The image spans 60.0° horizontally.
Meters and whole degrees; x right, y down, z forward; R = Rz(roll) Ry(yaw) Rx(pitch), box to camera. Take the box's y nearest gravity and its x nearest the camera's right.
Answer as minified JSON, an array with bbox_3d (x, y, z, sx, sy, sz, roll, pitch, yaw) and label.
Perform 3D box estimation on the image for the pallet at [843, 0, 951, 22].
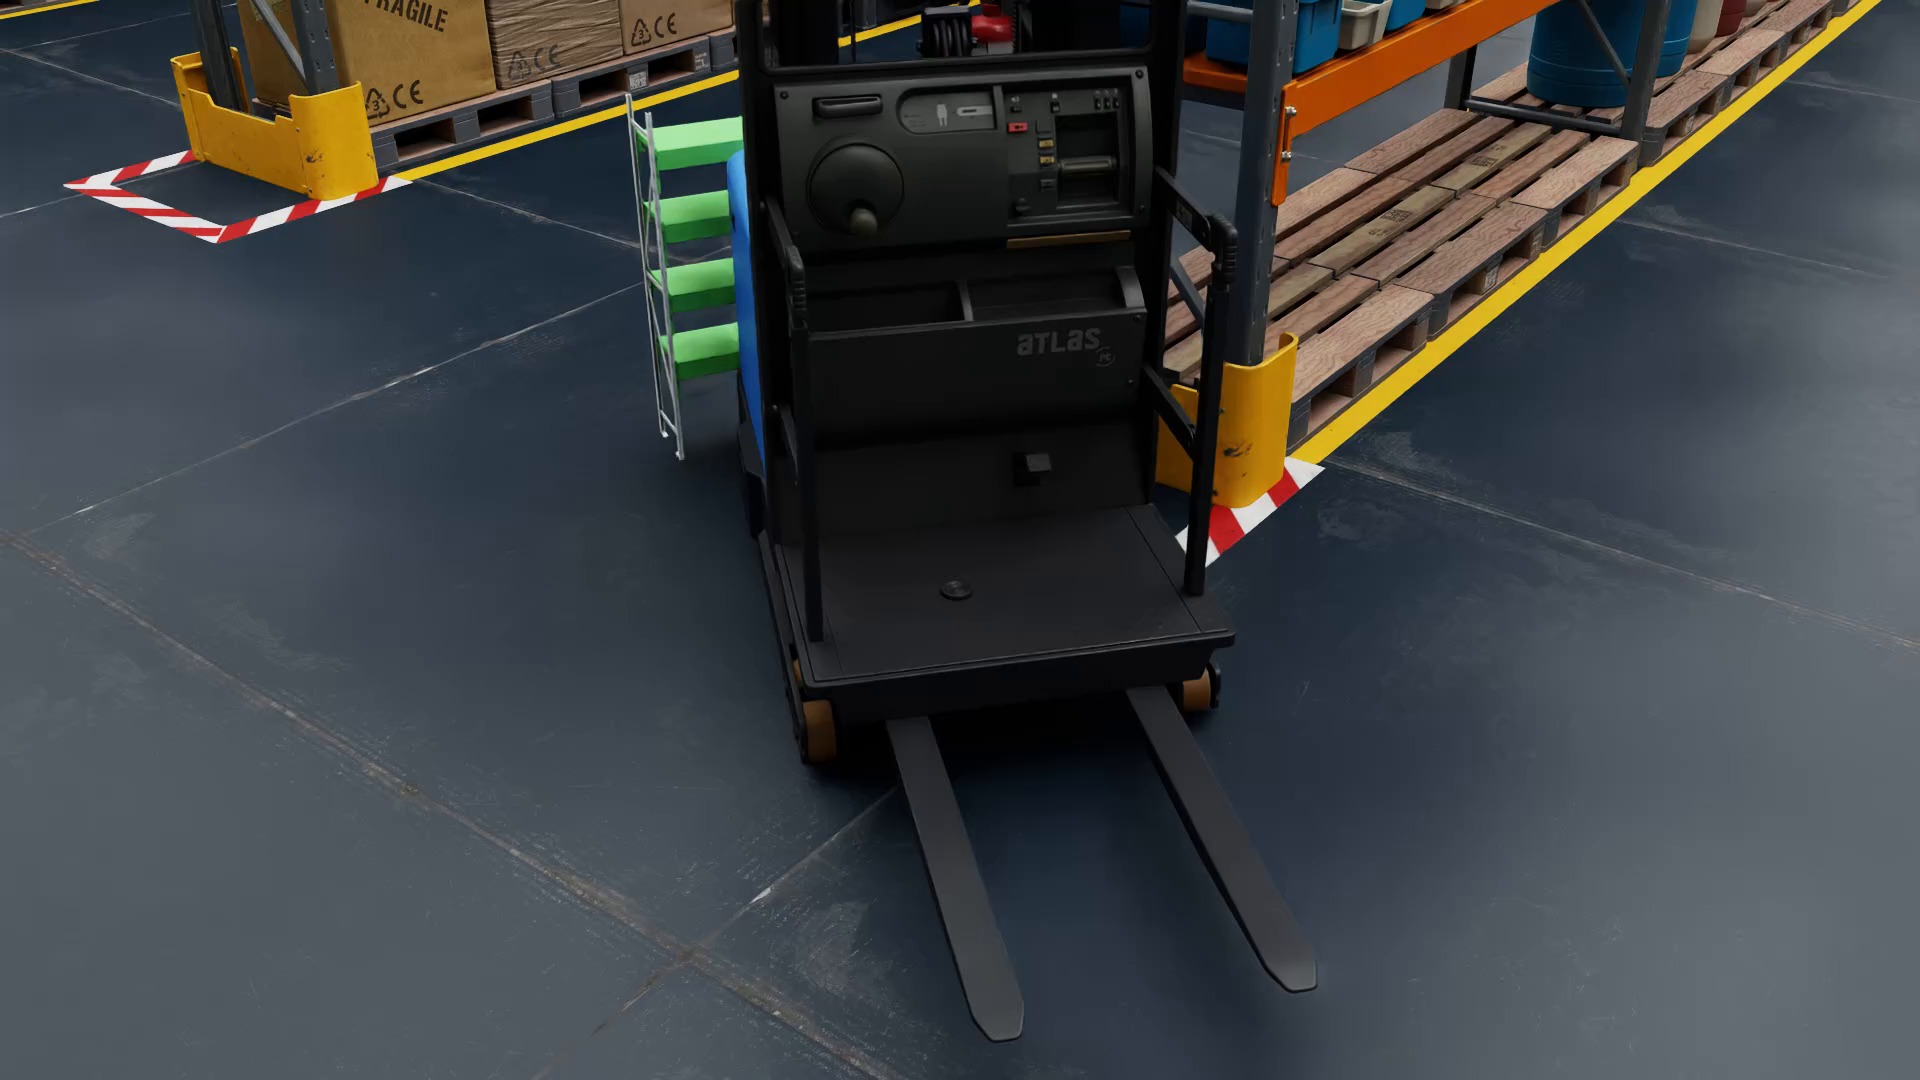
[{"bbox_3d":[-0.576,-3.930,11.675,1.003,0.211,1.213,21,37,31],"label":"pallet"}]

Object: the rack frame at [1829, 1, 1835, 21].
[{"bbox_3d":[5.381,-4.895,10.567,1.000,3.000,0.127,21,37,31],"label":"rack frame"}]

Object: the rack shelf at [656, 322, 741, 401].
[{"bbox_3d":[-0.786,-0.640,5.748,0.480,0.148,0.258,-14,33,-22],"label":"rack shelf"}]

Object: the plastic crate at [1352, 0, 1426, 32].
[{"bbox_3d":[1.361,-1.863,5.557,0.416,0.233,0.300,21,37,31],"label":"plastic crate"}]

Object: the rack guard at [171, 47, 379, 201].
[{"bbox_3d":[-3.411,-2.082,8.273,1.175,0.500,0.348,21,37,31],"label":"rack guard"}]

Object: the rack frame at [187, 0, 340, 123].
[{"bbox_3d":[-3.396,-3.167,7.652,1.000,3.000,0.127,21,37,31],"label":"rack frame"}]

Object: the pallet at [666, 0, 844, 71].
[{"bbox_3d":[-1.503,-3.308,10.626,1.003,0.211,1.213,21,37,31],"label":"pallet"}]

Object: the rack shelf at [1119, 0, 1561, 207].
[{"bbox_3d":[1.760,-2.146,6.635,1.077,0.370,4.000,21,37,31],"label":"rack shelf"}]

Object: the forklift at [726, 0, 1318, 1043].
[{"bbox_3d":[0.065,-0.897,3.888,1.130,2.935,3.031,-6,31,-11],"label":"forklift"}]

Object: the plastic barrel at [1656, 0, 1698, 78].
[{"bbox_3d":[3.736,-3.050,9.101,0.600,0.901,0.708,21,37,31],"label":"plastic barrel"}]

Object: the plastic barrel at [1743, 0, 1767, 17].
[{"bbox_3d":[4.830,-3.544,10.316,0.421,0.512,0.421,0,31,0],"label":"plastic barrel"}]

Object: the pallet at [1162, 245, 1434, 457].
[{"bbox_3d":[1.081,-0.767,6.336,1.003,0.211,1.213,21,37,31],"label":"pallet"}]

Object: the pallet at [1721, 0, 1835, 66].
[{"bbox_3d":[4.939,-3.362,10.715,1.003,0.211,1.213,21,37,31],"label":"pallet"}]

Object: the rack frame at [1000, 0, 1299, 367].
[{"bbox_3d":[0.552,-1.643,5.080,1.000,3.000,0.127,21,37,31],"label":"rack frame"}]

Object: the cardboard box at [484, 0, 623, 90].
[{"bbox_3d":[-2.525,-3.088,9.191,0.875,0.875,0.875,21,37,31],"label":"cardboard box"}]

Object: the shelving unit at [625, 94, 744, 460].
[{"bbox_3d":[-0.786,-0.902,5.594,0.503,1.200,0.258,-14,33,-22],"label":"shelving unit"}]

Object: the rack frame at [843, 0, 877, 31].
[{"bbox_3d":[-0.982,-4.793,10.396,1.000,3.000,0.127,21,37,31],"label":"rack frame"}]

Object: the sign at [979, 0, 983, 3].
[{"bbox_3d":[0.104,-1.876,5.313,0.100,0.325,0.005,21,37,31],"label":"sign"}]

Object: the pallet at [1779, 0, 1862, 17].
[{"bbox_3d":[5.880,-3.998,11.789,1.003,0.211,1.213,21,37,31],"label":"pallet"}]

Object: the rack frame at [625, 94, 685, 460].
[{"bbox_3d":[-1.006,-0.848,5.503,0.015,1.200,0.240,-14,33,-22],"label":"rack frame"}]

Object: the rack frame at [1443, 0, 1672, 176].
[{"bbox_3d":[2.967,-3.269,7.823,1.000,3.000,0.127,21,37,31],"label":"rack frame"}]

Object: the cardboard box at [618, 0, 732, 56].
[{"bbox_3d":[-1.987,-3.450,9.802,0.875,0.875,0.875,21,37,31],"label":"cardboard box"}]

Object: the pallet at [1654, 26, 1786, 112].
[{"bbox_3d":[4.202,-2.868,9.882,1.003,0.211,1.213,21,37,31],"label":"pallet"}]

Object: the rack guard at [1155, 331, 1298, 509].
[{"bbox_3d":[0.548,-0.554,5.694,1.175,0.500,0.348,21,37,31],"label":"rack guard"}]

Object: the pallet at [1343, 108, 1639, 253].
[{"bbox_3d":[2.554,-1.758,8.010,1.003,0.211,1.213,21,37,31],"label":"pallet"}]

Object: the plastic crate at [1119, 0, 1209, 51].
[{"bbox_3d":[0.606,-1.878,5.382,0.616,0.435,0.499,21,37,31],"label":"plastic crate"}]

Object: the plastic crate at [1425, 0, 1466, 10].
[{"bbox_3d":[1.633,-1.935,5.773,0.250,0.136,0.298,21,37,31],"label":"plastic crate"}]

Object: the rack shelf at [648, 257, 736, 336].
[{"bbox_3d":[-0.786,-0.847,5.626,0.480,0.148,0.258,-14,33,-22],"label":"rack shelf"}]

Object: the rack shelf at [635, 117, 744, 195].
[{"bbox_3d":[-0.786,-1.260,5.383,0.480,0.148,0.258,-14,33,-22],"label":"rack shelf"}]

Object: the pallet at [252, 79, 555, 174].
[{"bbox_3d":[-2.976,-2.317,8.952,1.003,0.211,1.213,21,37,31],"label":"pallet"}]

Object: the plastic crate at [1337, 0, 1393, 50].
[{"bbox_3d":[1.223,-1.659,5.307,0.250,0.136,0.298,21,37,31],"label":"plastic crate"}]

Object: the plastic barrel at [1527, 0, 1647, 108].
[{"bbox_3d":[3.309,-2.763,8.616,0.600,0.901,0.708,21,37,31],"label":"plastic barrel"}]

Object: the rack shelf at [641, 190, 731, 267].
[{"bbox_3d":[-0.786,-1.053,5.504,0.480,0.148,0.258,-14,33,-22],"label":"rack shelf"}]

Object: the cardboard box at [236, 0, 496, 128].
[{"bbox_3d":[-3.074,-2.719,8.567,0.875,0.875,0.875,21,37,31],"label":"cardboard box"}]

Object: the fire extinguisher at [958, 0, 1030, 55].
[{"bbox_3d":[0.099,-1.528,5.327,0.296,0.674,0.183,21,37,31],"label":"fire extinguisher"}]

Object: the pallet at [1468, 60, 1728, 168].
[{"bbox_3d":[3.466,-2.370,9.042,1.003,0.211,1.213,21,37,31],"label":"pallet"}]

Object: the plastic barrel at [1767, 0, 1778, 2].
[{"bbox_3d":[5.100,-3.938,10.669,0.600,0.830,0.708,21,37,31],"label":"plastic barrel"}]

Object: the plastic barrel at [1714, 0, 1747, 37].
[{"bbox_3d":[4.418,-3.375,9.956,0.600,0.588,0.708,21,37,31],"label":"plastic barrel"}]

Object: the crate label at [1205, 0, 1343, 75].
[{"bbox_3d":[0.964,-1.596,5.106,0.416,0.233,0.303,21,37,31],"label":"crate label"}]

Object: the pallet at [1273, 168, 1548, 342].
[{"bbox_3d":[1.818,-1.260,7.170,1.003,0.211,1.213,21,37,31],"label":"pallet"}]

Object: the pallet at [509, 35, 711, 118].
[{"bbox_3d":[-2.239,-2.810,9.785,1.003,0.211,1.213,21,37,31],"label":"pallet"}]

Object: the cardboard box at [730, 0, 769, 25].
[{"bbox_3d":[-1.444,-3.816,10.419,0.875,0.875,0.875,21,37,31],"label":"cardboard box"}]

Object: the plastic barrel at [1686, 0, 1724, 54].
[{"bbox_3d":[4.148,-3.085,9.541,0.421,0.512,0.421,0,31,0],"label":"plastic barrel"}]
